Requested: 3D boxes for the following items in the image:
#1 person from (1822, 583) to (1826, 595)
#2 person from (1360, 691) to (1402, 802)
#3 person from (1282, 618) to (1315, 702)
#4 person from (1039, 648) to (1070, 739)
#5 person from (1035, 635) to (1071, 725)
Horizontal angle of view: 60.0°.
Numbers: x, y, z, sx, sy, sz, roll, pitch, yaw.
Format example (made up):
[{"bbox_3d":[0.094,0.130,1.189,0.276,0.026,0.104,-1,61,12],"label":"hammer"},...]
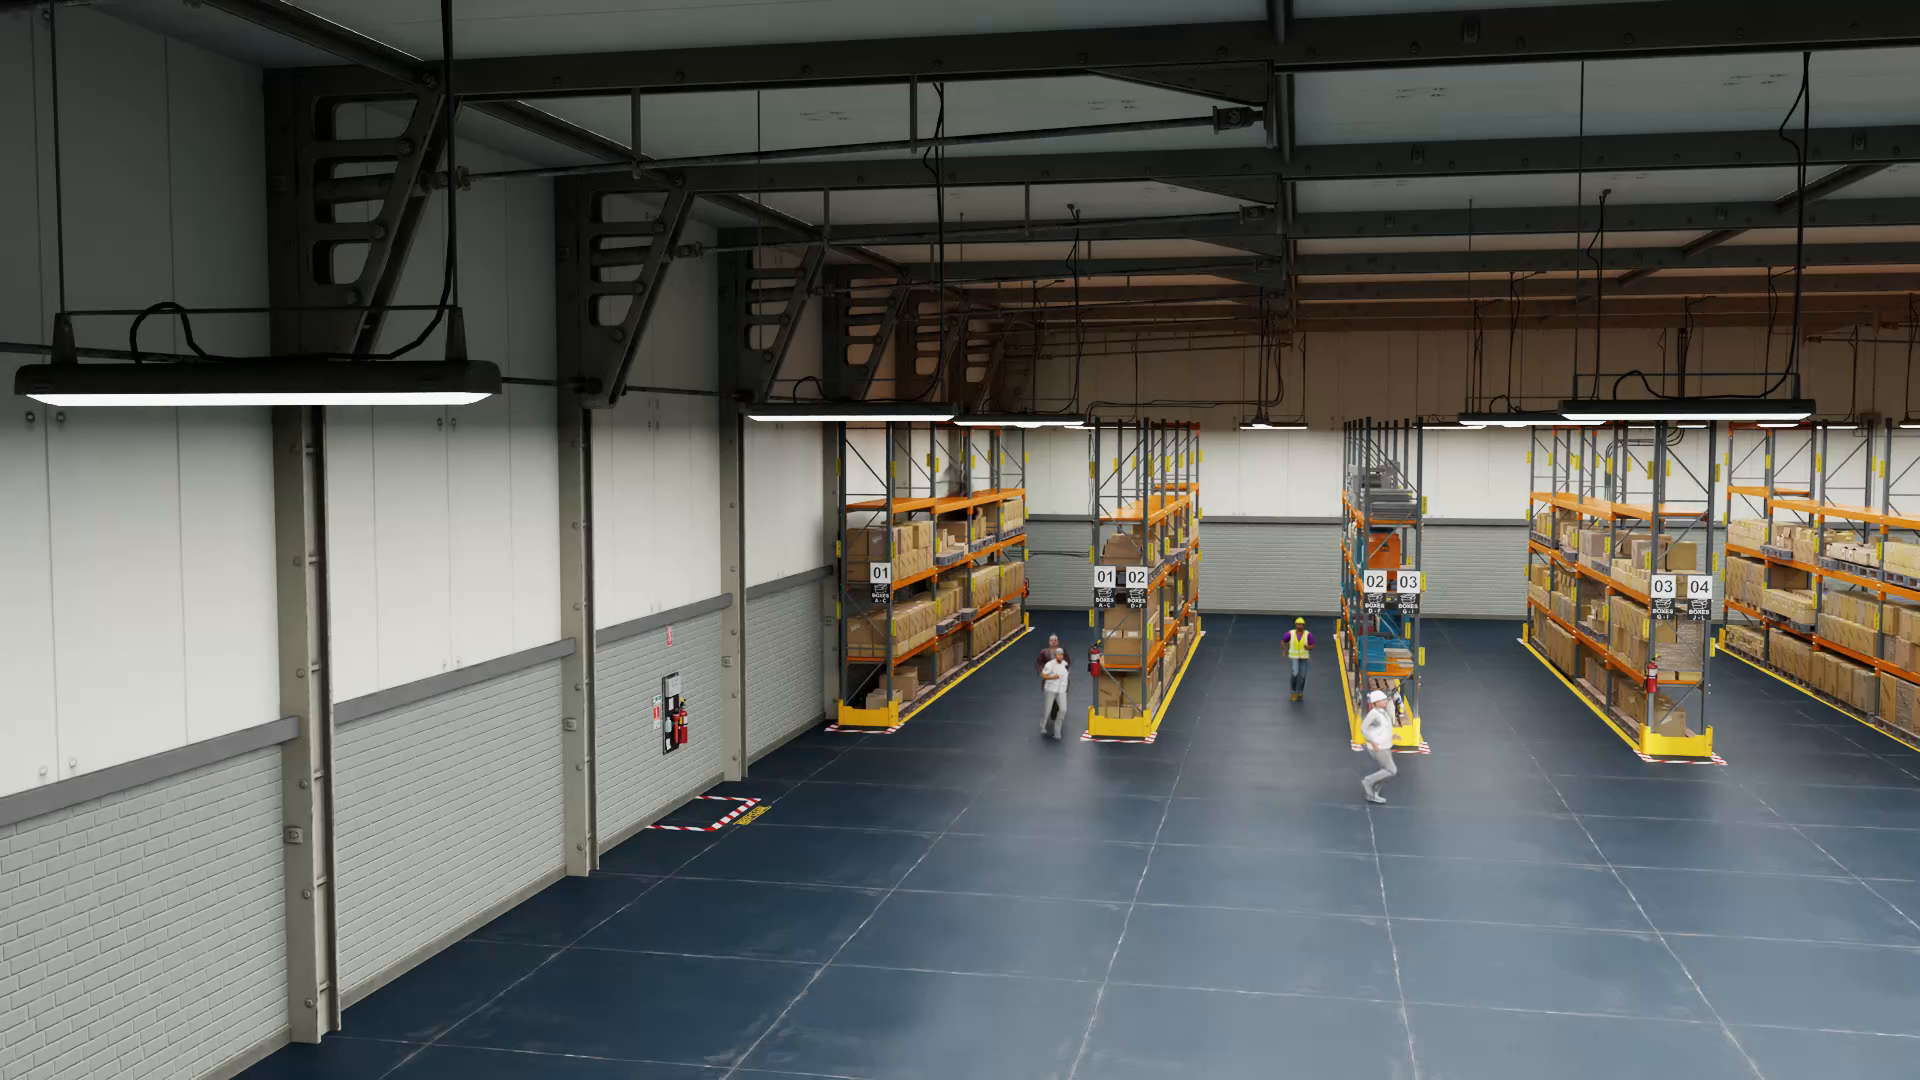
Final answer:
[{"bbox_3d":[23.327,1.994,44.973,0.802,1.656,0.587,1,4,19],"label":"person"},{"bbox_3d":[6.520,3.193,25.645,0.566,1.732,0.650,2,4,31],"label":"person"},{"bbox_3d":[7.206,2.551,35.365,0.670,1.801,0.728,0,4,4],"label":"person"},{"bbox_3d":[1.805,2.884,31.262,0.603,1.731,0.728,-1,4,-17],"label":"person"},{"bbox_3d":[1.833,2.737,32.641,0.704,1.721,0.777,0,4,1],"label":"person"}]
